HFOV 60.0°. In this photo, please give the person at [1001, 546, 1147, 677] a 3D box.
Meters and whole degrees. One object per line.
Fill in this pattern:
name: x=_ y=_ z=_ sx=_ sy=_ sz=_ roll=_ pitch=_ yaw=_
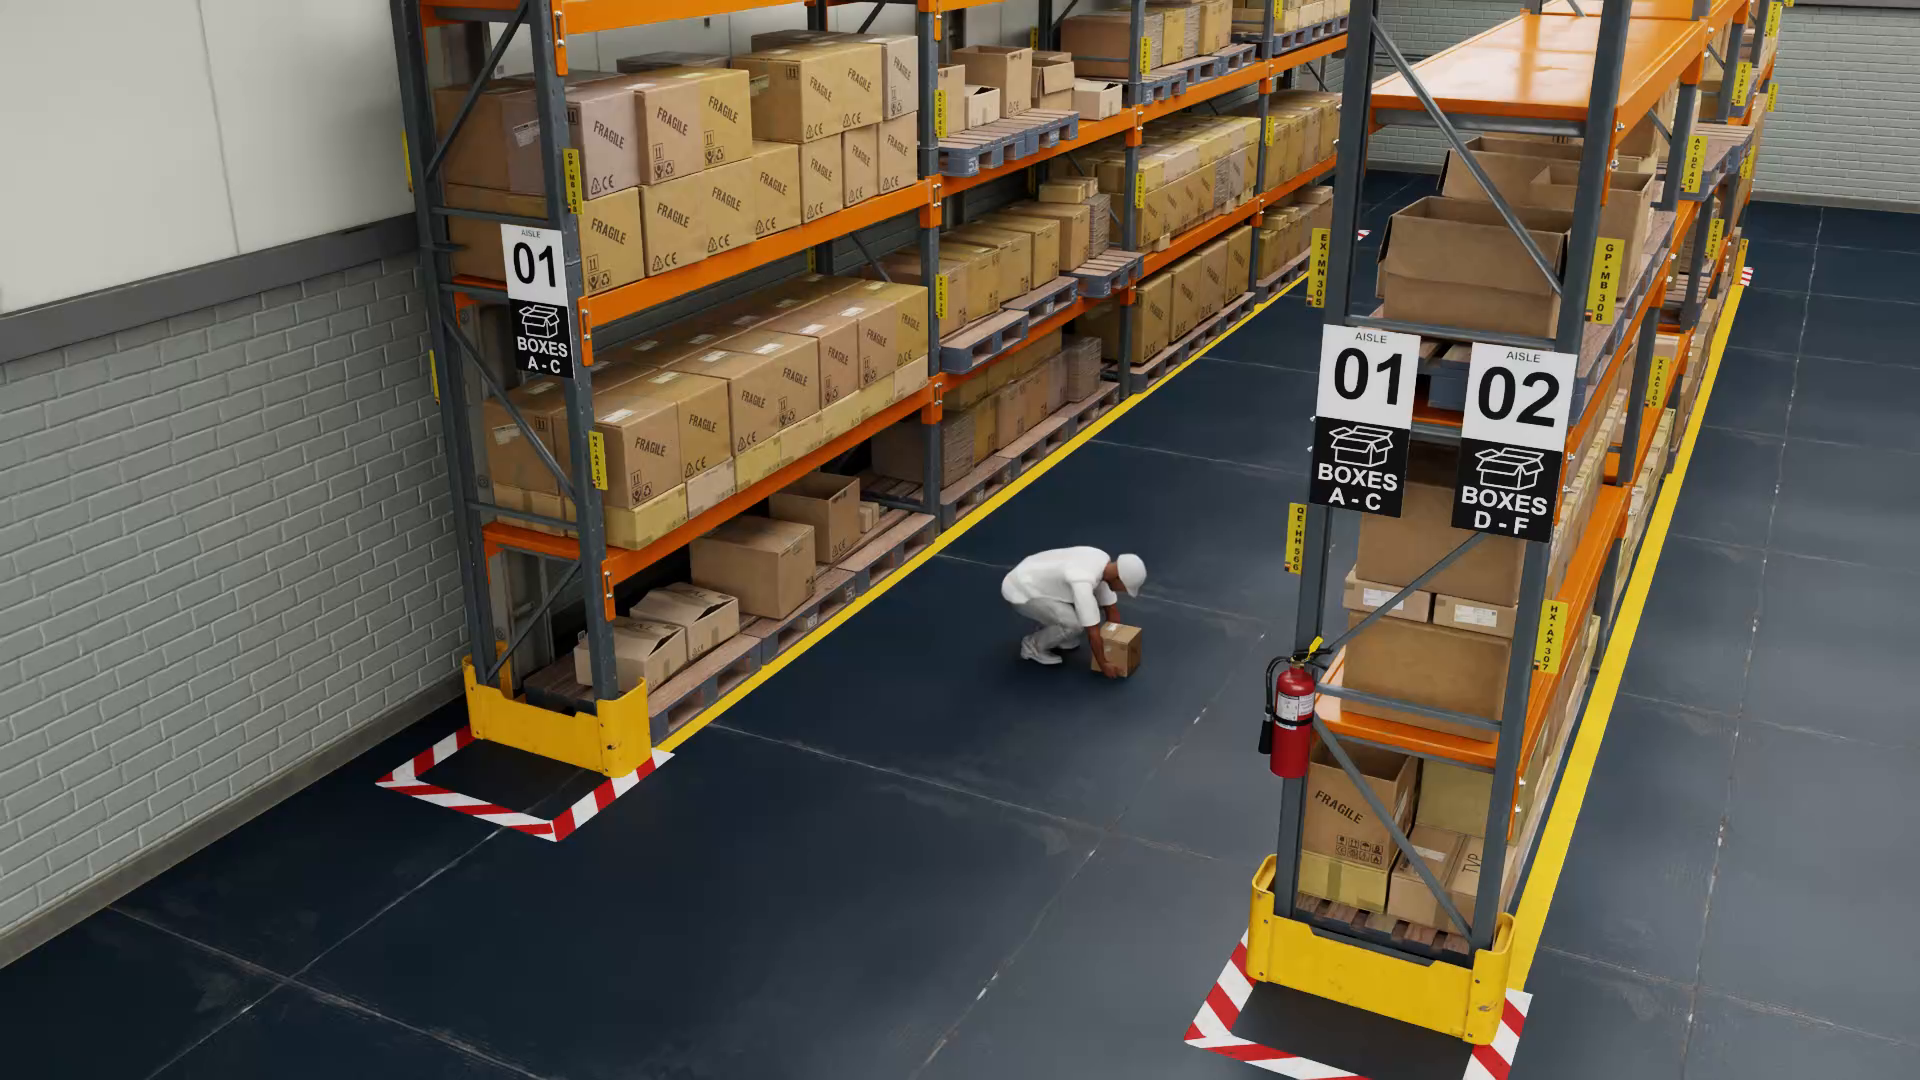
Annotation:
person: x=0.766 y=0.434 z=11.012 sx=0.939 sy=0.843 sz=0.534 roll=10 pitch=25 yaw=24
